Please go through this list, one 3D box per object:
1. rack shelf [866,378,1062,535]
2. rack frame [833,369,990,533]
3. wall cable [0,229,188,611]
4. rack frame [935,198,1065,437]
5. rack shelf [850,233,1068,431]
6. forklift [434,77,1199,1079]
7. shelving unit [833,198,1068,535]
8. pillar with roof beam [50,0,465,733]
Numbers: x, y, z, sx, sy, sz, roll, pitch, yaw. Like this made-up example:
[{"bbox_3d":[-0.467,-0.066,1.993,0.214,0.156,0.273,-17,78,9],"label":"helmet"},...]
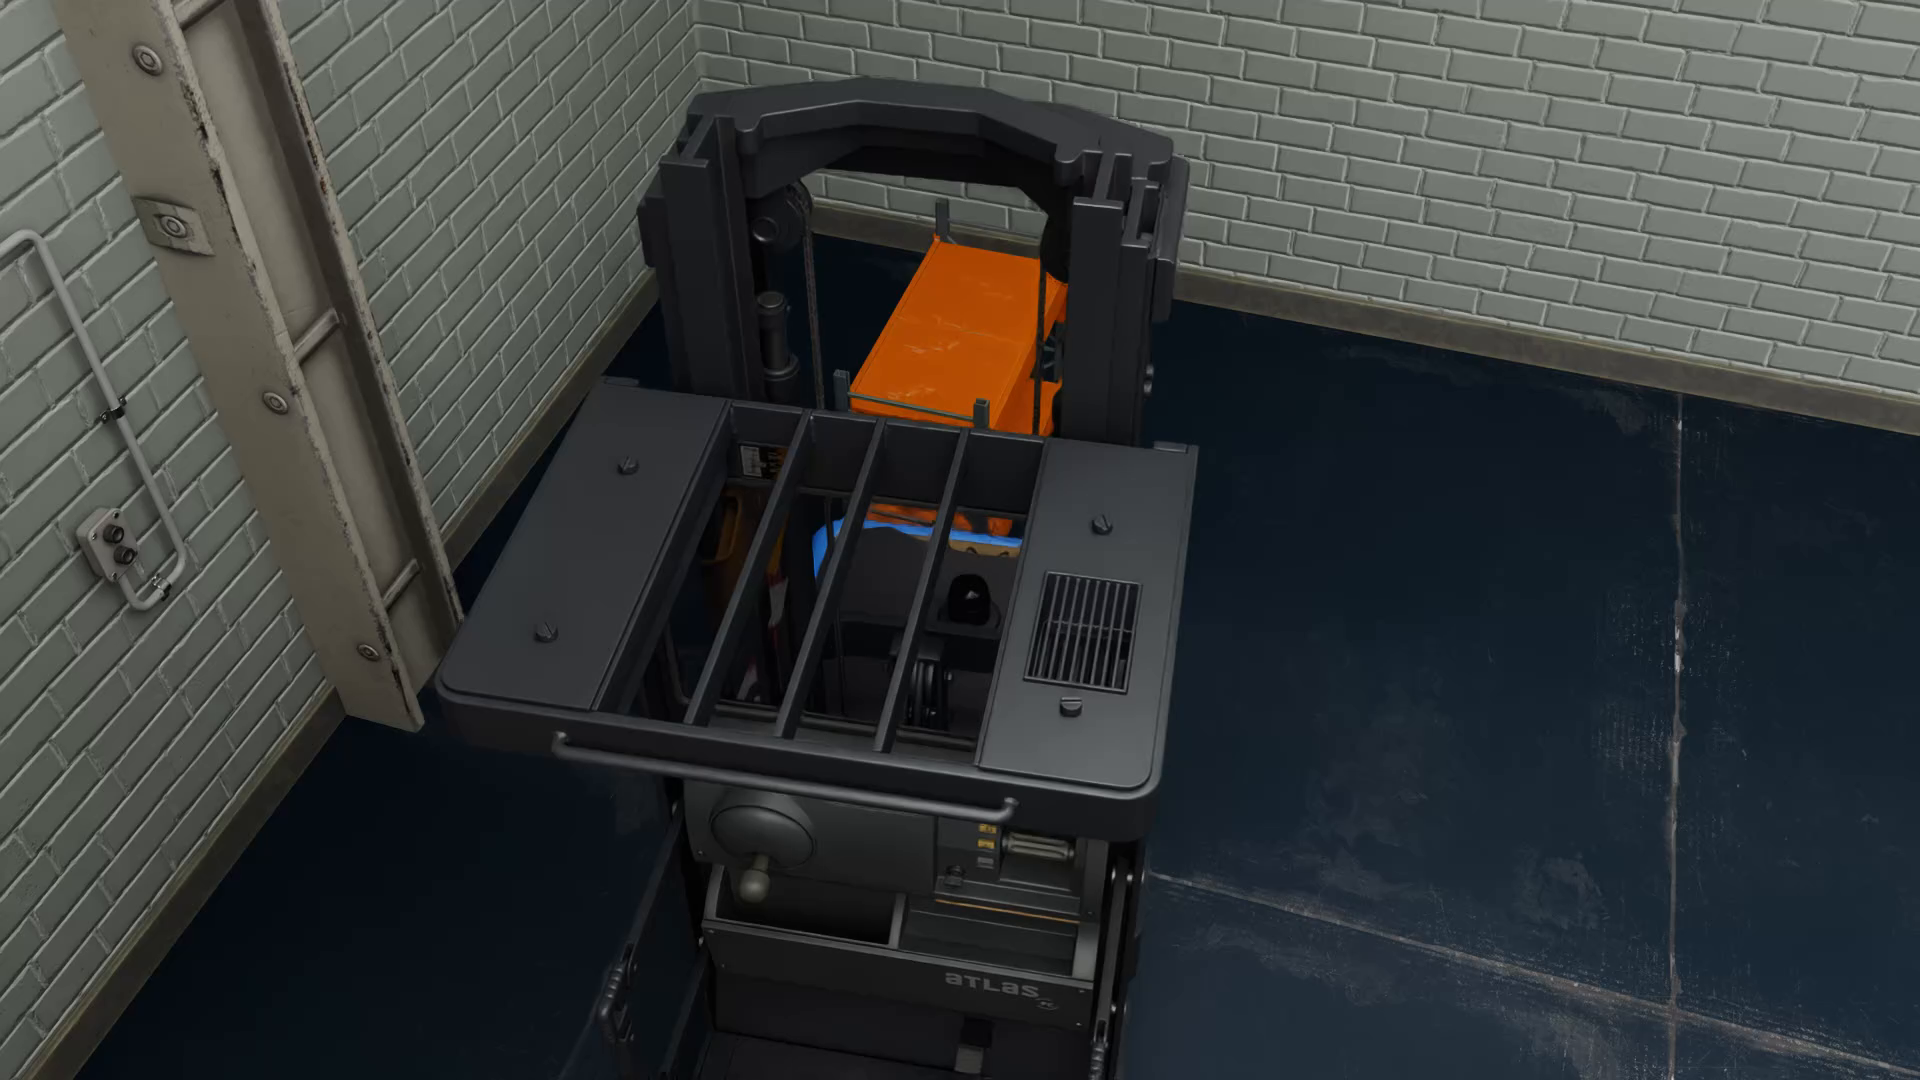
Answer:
[{"bbox_3d":[0.002,-0.232,6.032,0.538,0.278,1.000,13,46,13],"label":"rack shelf"},{"bbox_3d":[-0.152,-0.068,5.515,0.500,1.125,0.032,13,46,13],"label":"rack frame"},{"bbox_3d":[-2.417,-0.022,3.402,0.084,1.984,1.851,13,46,13],"label":"wall cable"},{"bbox_3d":[0.156,-0.745,6.207,0.500,1.125,0.032,13,46,13],"label":"rack frame"},{"bbox_3d":[0.002,-0.616,5.656,0.538,0.278,1.000,13,46,13],"label":"rack shelf"},{"bbox_3d":[-0.176,0.714,3.425,1.130,2.935,3.031,7,45,7],"label":"forklift"},{"bbox_3d":[0.002,-0.407,5.861,0.538,1.125,1.048,13,46,13],"label":"shelving unit"},{"bbox_3d":[2.193,-1.821,1.677,9.100,9.000,0.400,13,46,13],"label":"pillar with roof beam"}]
